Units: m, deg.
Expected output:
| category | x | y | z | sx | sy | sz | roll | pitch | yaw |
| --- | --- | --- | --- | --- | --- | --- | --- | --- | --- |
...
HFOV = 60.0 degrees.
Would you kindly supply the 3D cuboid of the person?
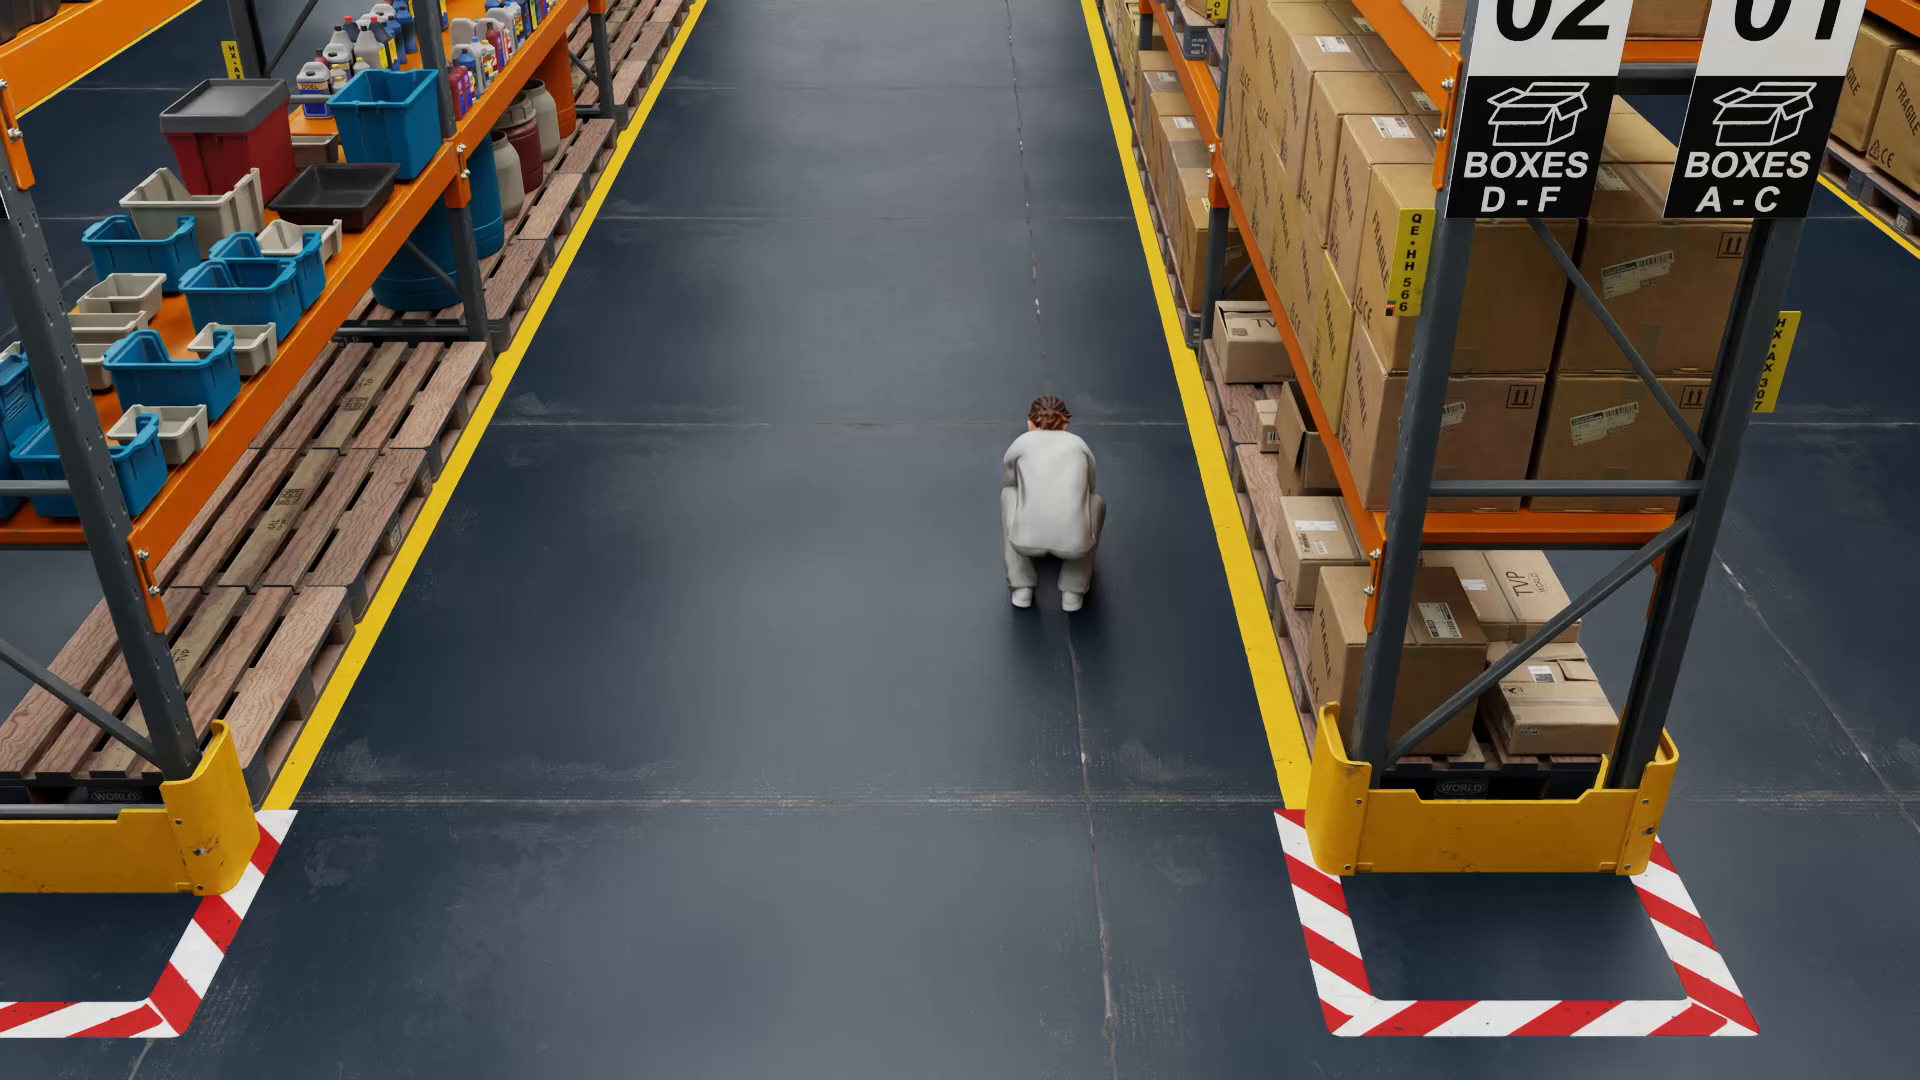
| category | x | y | z | sx | sy | sz | roll | pitch | yaw |
| --- | --- | --- | --- | --- | --- | --- | --- | --- | --- |
| person | 0.402 | -0.133 | 7.310 | 0.475 | 0.822 | 0.832 | 4 | 32 | 6 |
